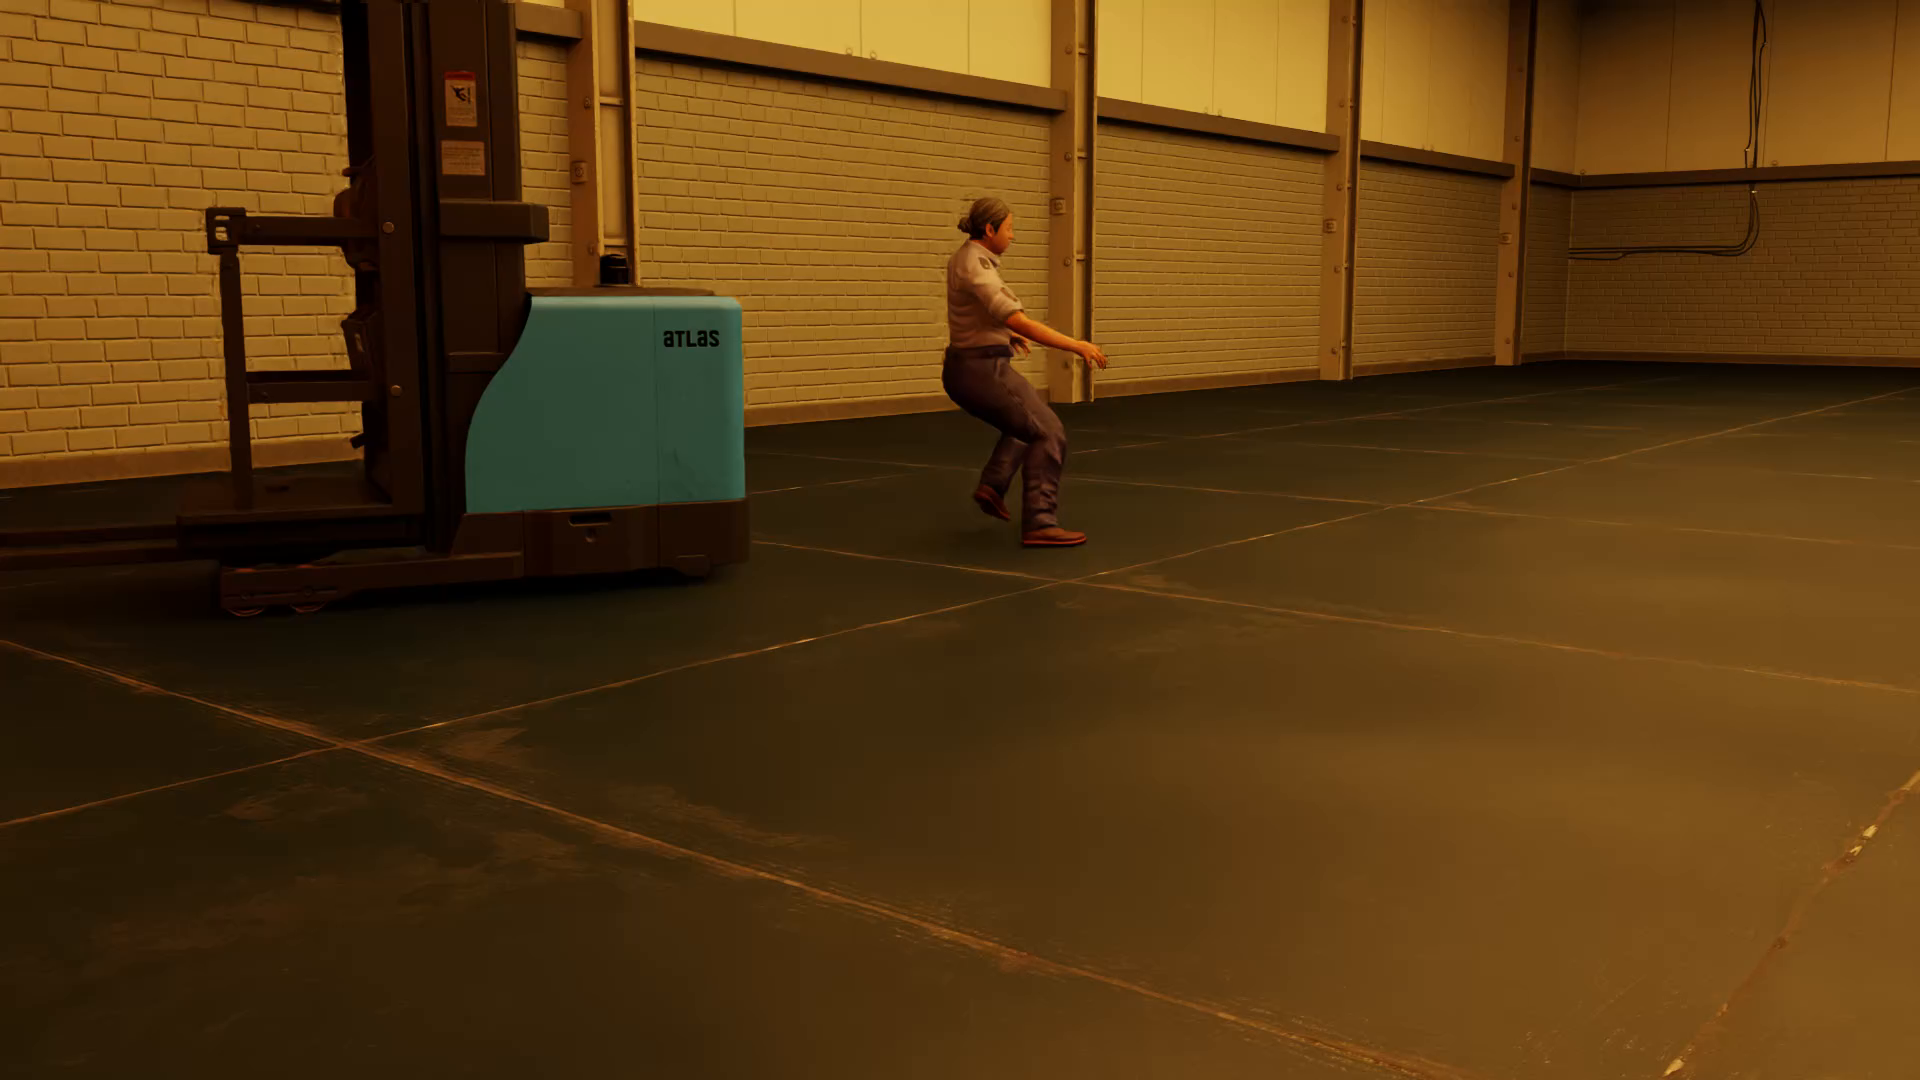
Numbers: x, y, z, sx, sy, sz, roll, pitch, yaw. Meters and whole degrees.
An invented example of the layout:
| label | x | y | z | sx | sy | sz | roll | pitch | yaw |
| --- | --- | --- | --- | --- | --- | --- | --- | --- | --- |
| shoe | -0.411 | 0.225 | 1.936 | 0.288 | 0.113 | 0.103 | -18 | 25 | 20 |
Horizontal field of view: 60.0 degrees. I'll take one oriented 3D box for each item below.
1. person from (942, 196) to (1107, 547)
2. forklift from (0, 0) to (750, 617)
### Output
| label | x | y | z | sx | sy | sz | roll | pitch | yaw |
| --- | --- | --- | --- | --- | --- | --- | --- | --- | --- |
| person | 0.256 | -0.761 | 7.412 | 0.629 | 1.500 | 0.784 | -2 | 9 | -12 |
| forklift | -2.371 | -1.276 | 6.004 | 3.031 | 2.935 | 1.130 | -4 | 9 | -24 |
